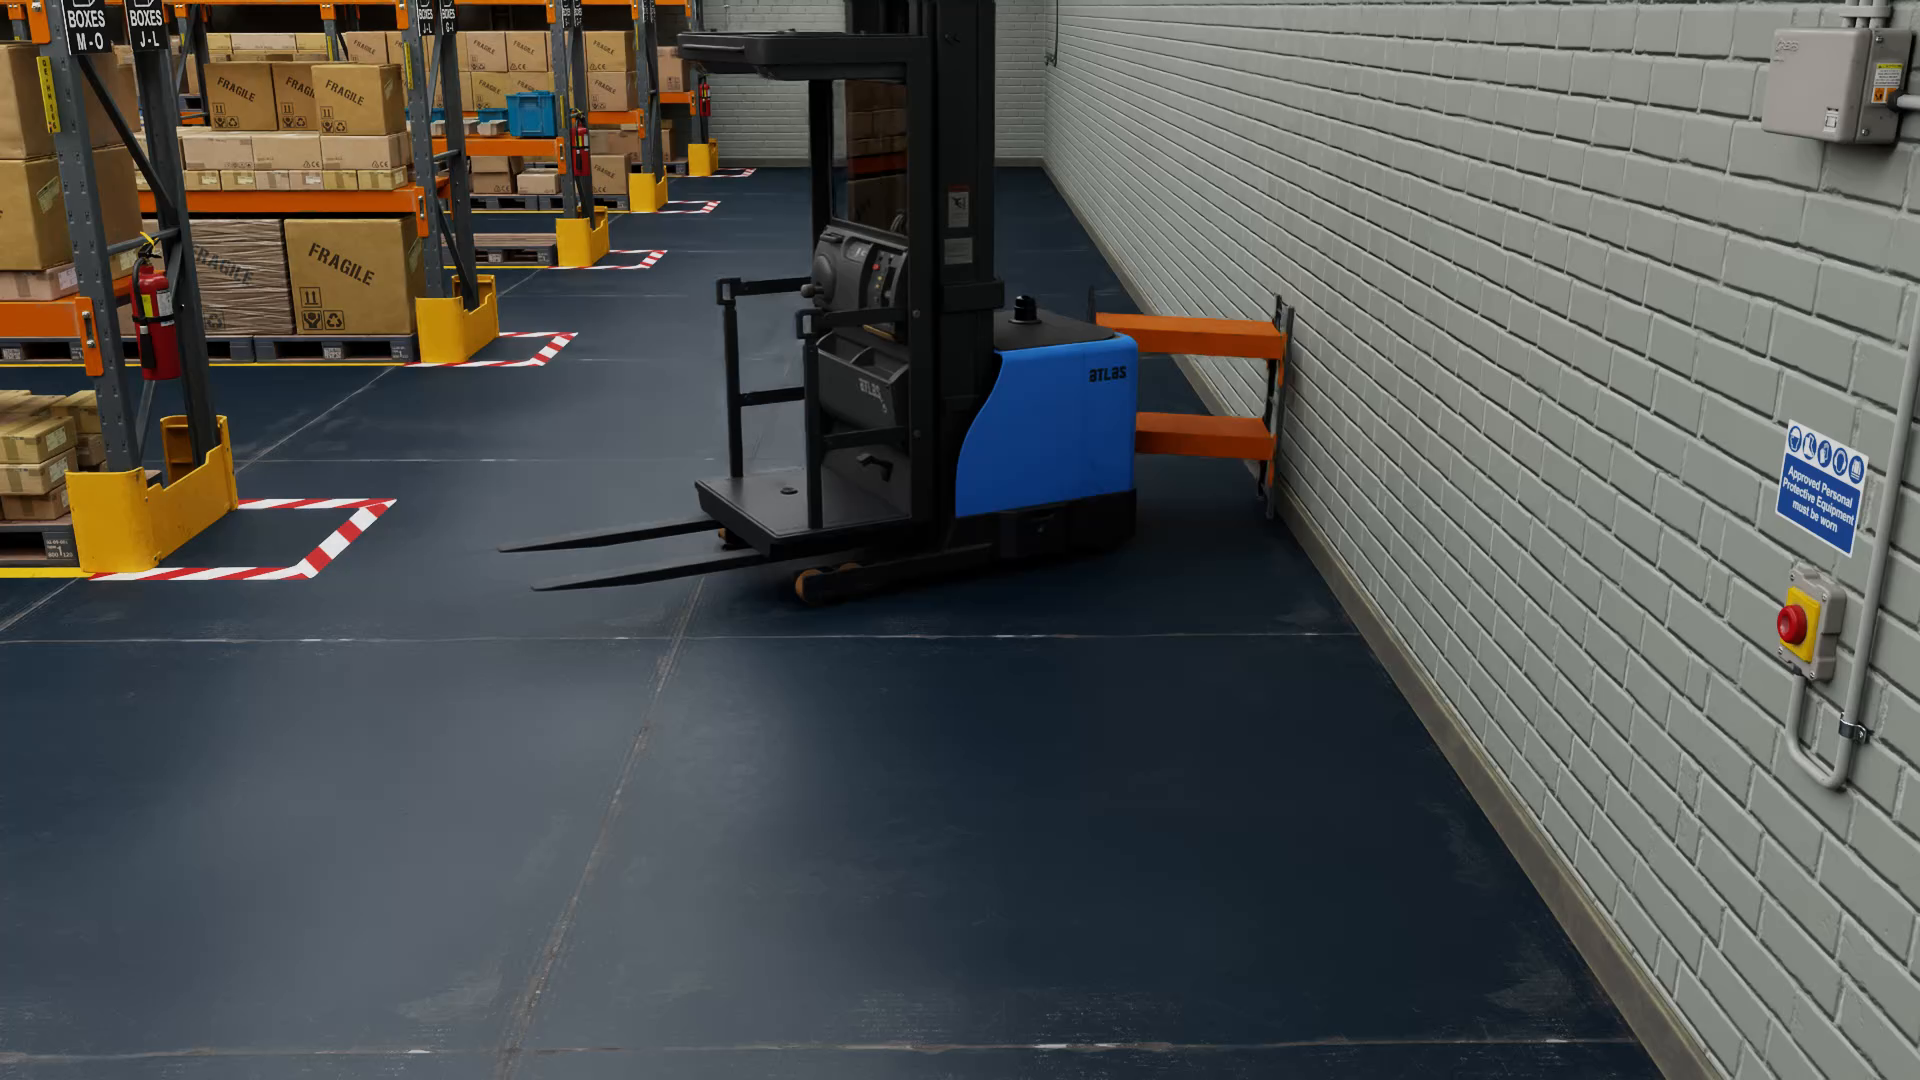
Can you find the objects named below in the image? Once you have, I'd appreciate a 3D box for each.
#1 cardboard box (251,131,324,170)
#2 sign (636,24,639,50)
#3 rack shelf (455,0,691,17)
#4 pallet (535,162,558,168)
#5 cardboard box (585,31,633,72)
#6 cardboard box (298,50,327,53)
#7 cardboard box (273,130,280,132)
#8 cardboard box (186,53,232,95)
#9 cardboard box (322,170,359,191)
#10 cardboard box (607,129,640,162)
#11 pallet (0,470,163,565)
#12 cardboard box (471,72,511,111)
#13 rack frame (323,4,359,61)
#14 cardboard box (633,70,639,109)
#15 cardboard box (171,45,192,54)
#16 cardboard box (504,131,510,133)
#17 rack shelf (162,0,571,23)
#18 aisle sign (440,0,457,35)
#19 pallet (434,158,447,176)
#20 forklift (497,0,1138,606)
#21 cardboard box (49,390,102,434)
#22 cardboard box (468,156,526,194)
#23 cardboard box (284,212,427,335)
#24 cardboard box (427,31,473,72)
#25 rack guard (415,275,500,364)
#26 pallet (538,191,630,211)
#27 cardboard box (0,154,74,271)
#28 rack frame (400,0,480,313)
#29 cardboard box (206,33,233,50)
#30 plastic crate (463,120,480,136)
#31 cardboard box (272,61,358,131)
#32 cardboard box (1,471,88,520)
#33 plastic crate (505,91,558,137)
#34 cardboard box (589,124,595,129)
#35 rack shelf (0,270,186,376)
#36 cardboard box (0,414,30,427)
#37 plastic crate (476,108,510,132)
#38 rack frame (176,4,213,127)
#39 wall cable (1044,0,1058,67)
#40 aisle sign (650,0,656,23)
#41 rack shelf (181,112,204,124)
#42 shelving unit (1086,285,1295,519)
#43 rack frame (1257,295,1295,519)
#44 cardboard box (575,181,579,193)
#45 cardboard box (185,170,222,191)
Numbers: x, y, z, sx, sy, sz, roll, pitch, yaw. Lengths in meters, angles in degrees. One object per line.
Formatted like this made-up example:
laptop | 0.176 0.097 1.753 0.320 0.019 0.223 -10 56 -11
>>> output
cardboard box | -5.006 -2.948 12.585 0.500 0.250 0.500 -1 18 -2
sign | -4.183 -6.521 21.553 0.005 0.325 0.100 0 18 -1
rack shelf | -6.253 -8.578 26.645 4.000 0.370 1.077 0 18 -1
pallet | -6.268 -6.141 27.347 1.213 0.211 1.003 0 18 -1
cardboard box | -4.612 -6.427 21.870 0.500 0.500 0.500 0 18 -1
cardboard box | -10.222 -7.593 26.623 0.500 0.500 0.500 0 18 1
cardboard box | -5.525 -3.108 13.084 0.500 0.250 0.500 -1 18 -3
cardboard box | -9.936 -6.190 22.082 0.500 0.500 0.700 -5 18 -15
cardboard box | -4.629 -2.740 12.589 0.250 0.149 0.380 0 18 0
cardboard box | -5.452 -6.475 27.227 0.500 0.500 0.700 0 18 -1
pallet | -4.930 -0.127 8.597 1.213 0.211 1.003 0 18 -1
cardboard box | -6.136 -5.945 22.005 0.500 0.500 0.500 -1 18 -2
rack frame | -8.171 -5.970 22.247 0.127 3.000 1.000 0 18 -1
cardboard box | -4.619 -6.115 22.536 0.500 0.500 0.500 0 18 0
cardboard box | -12.722 -7.715 26.804 0.500 0.500 0.700 -2 18 -7
cardboard box | -7.503 -6.465 27.194 0.500 0.500 0.700 0 18 0
rack shelf | -6.097 -5.552 17.212 4.000 0.370 1.077 0 18 -1
aisle sign | -3.951 -4.293 12.765 0.004 0.787 0.394 0 18 -1
pallet | -9.023 -6.128 27.305 1.213 0.211 1.003 0 18 -1
forklift | -0.656 -1.278 7.732 3.031 2.935 1.130 -9 20 -27
cardboard box | -4.571 -0.675 8.747 0.250 0.149 0.380 -1 18 -3
cardboard box | -6.292 -5.001 22.594 0.637 0.503 0.797 0 18 -1
cardboard box | -4.657 -2.124 13.050 0.875 0.875 0.875 0 18 -1
cardboard box | -6.665 -6.415 21.833 0.500 0.500 0.500 -1 18 -2
rack guard | -3.995 -1.773 13.257 0.348 0.500 1.175 0 18 -1
pallet | -5.044 -4.657 22.719 1.213 0.211 1.003 0 18 -1
cardboard box | -4.487 -1.557 7.839 0.500 0.500 0.500 0 18 0
rack frame | -4.019 -2.963 12.875 0.127 3.000 1.000 0 18 -1
cardboard box | -11.765 -7.943 26.486 0.500 0.250 0.500 0 18 0
plastic crate | -5.199 -4.323 17.446 0.243 0.136 0.396 0 18 -1
cardboard box | -5.003 -3.468 12.980 0.500 0.500 0.500 -1 18 -2
cardboard box | -4.564 -0.224 8.316 0.250 0.149 0.380 0 18 0
plastic crate | -4.429 -4.463 17.393 0.499 0.435 0.616 0 18 -1
cardboard box | -6.097 -6.842 27.307 0.250 0.149 0.380 0 18 0
rack shelf | -6.041 -1.096 8.231 4.000 0.370 1.077 0 18 -1
cardboard box | -4.819 -0.510 8.233 0.250 0.149 0.380 0 18 0
plastic crate | -5.007 -4.521 17.907 0.300 0.233 0.416 0 18 -1
rack frame | -12.252 -7.463 26.903 0.127 3.000 1.000 0 18 -1
wall cable | 1.408 -8.798 26.326 0.112 2.526 3.097 0 18 -1
aisle sign | -4.108 -7.317 22.190 0.004 0.787 0.394 0 18 -1
rack shelf | -10.171 -5.618 22.326 4.000 0.370 1.077 0 18 -1
shelving unit | 1.185 -0.751 8.952 1.048 1.125 0.538 3 16 2
rack frame | 1.692 -0.721 8.930 0.032 1.125 0.500 3 16 2
cardboard box | -5.117 -4.797 22.509 0.250 0.166 0.380 0 18 -1
cardboard box | -5.650 -2.735 12.573 0.250 0.149 0.380 0 18 -1
